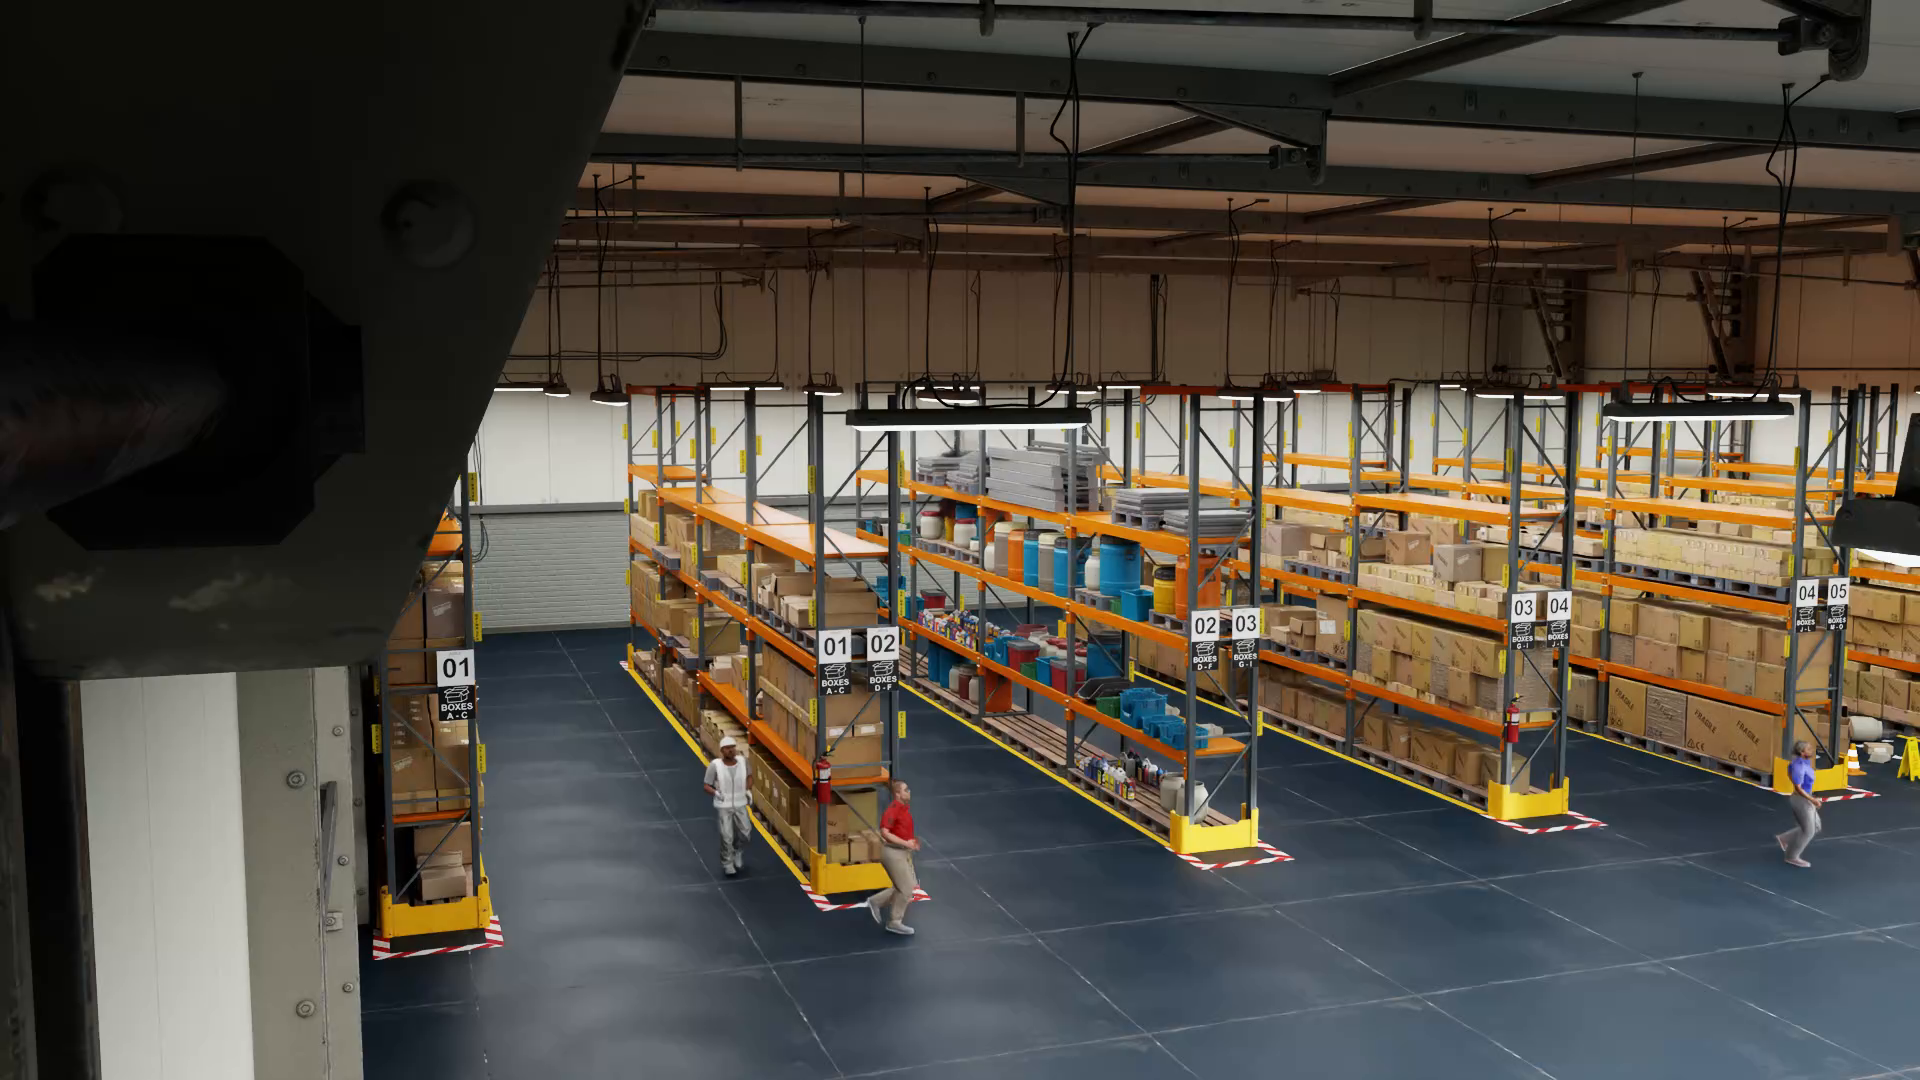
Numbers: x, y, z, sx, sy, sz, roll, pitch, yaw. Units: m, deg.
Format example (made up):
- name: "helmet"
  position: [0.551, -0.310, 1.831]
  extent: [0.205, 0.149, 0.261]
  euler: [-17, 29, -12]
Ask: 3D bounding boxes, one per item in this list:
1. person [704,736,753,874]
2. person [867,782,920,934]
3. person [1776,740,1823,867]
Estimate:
- name: "person"
  position: [-2.837, 3.319, 20.714]
  extent: [0.669, 1.737, 0.589]
  euler: [-2, 6, -22]
- name: "person"
  position: [-0.730, 3.569, 18.832]
  extent: [0.649, 1.674, 0.695]
  euler: [1, 6, 12]
- name: "person"
  position: [10.713, 3.350, 21.210]
  extent: [0.506, 1.621, 0.581]
  euler: [3, 6, 24]
